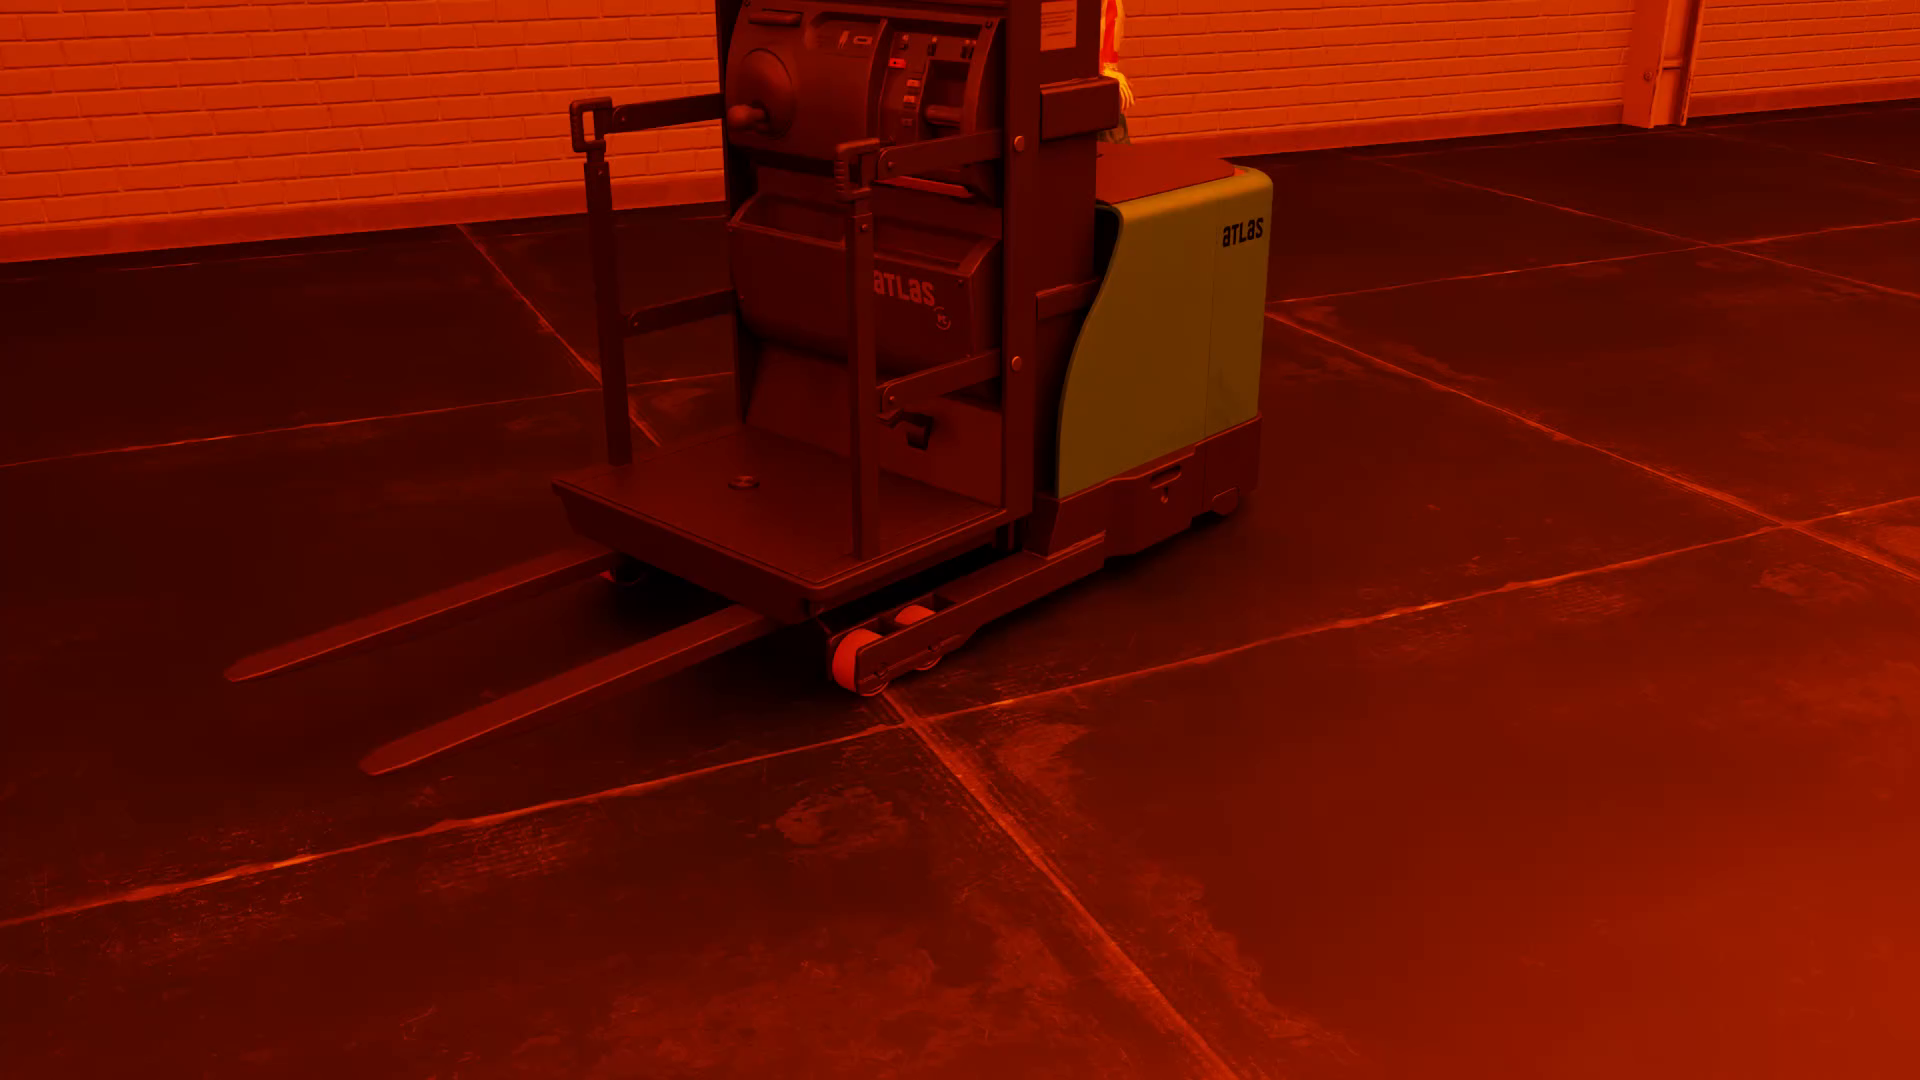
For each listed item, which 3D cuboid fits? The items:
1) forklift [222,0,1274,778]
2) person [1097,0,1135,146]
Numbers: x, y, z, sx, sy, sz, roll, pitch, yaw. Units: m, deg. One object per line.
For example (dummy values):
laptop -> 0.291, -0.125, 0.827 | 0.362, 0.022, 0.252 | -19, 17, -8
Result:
forklift -> -0.413, -1.182, 4.131 | 1.130, 2.935, 3.031 | 19, 29, 39
person -> 0.689, -2.073, 7.815 | 0.506, 1.754, 0.745 | 0, 23, 0
